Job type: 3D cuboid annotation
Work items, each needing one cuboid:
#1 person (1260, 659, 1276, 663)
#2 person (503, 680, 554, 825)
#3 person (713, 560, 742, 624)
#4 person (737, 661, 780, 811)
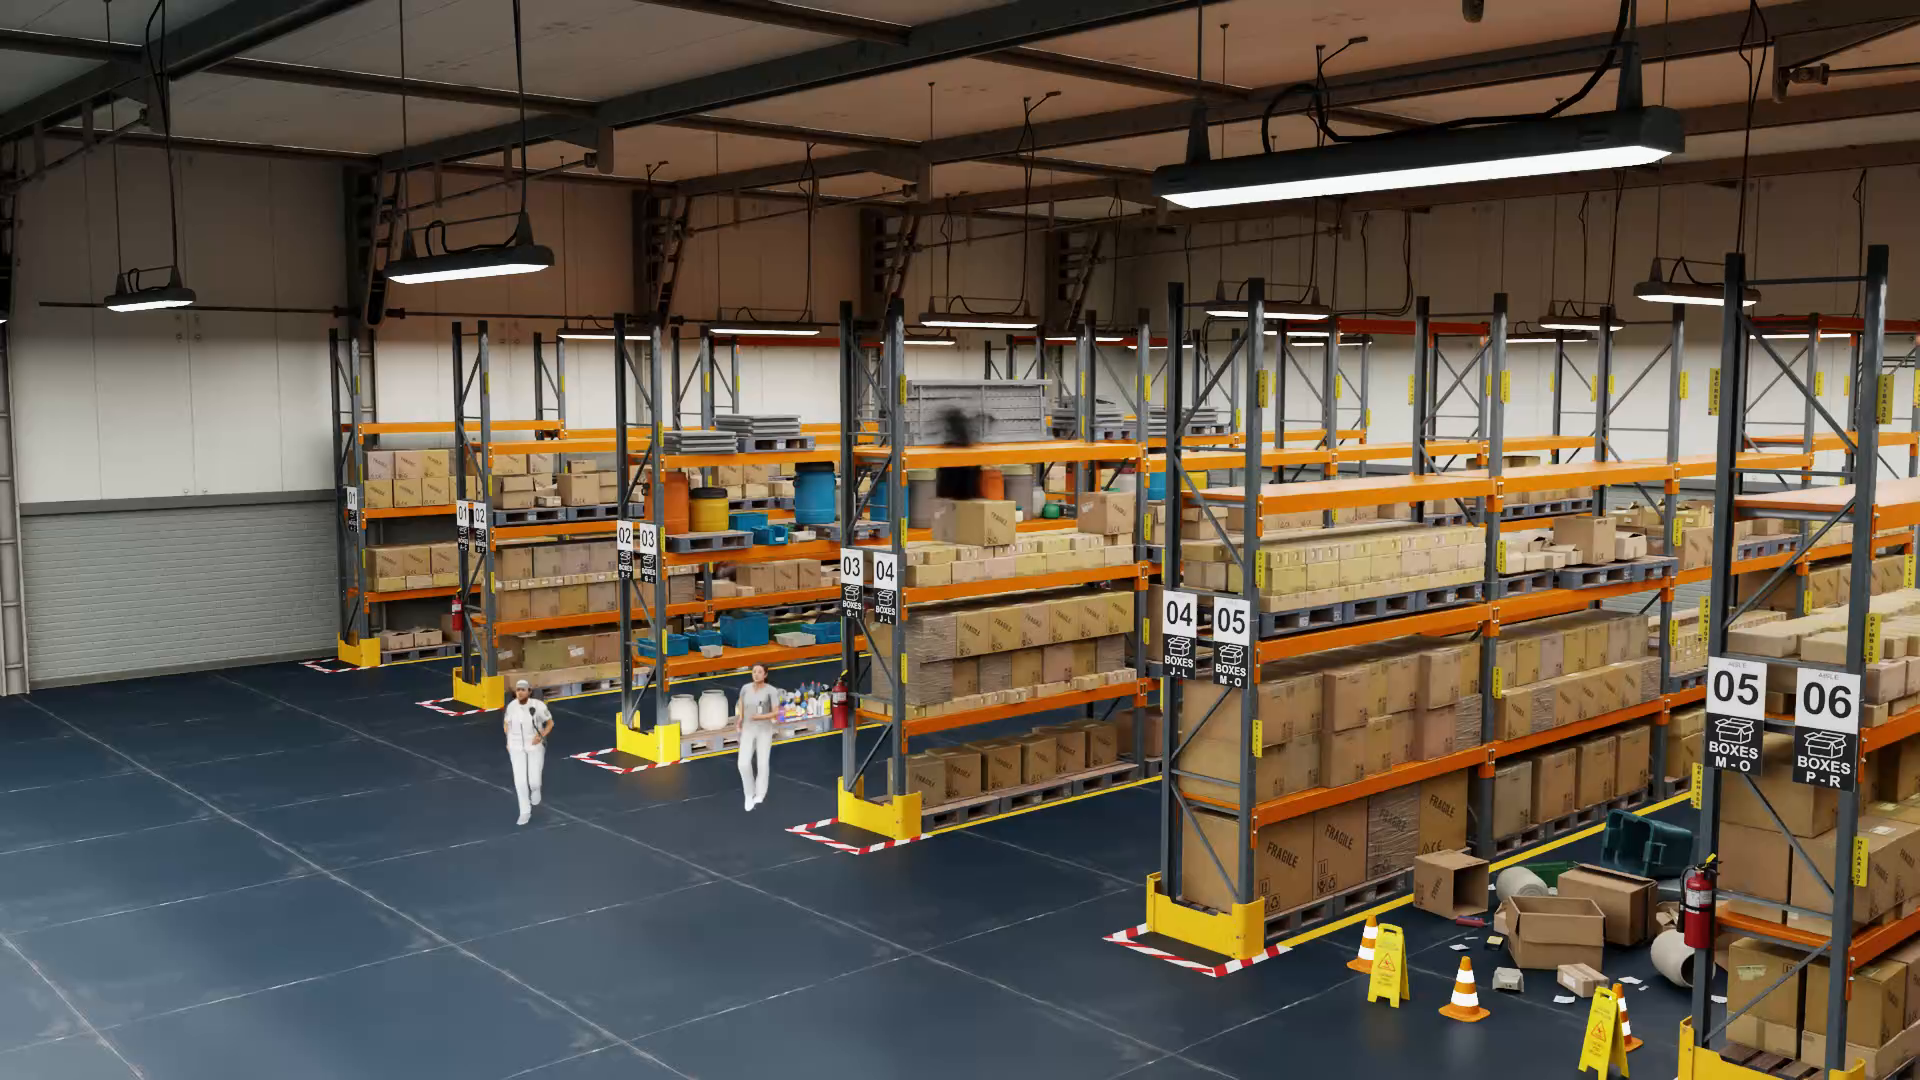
[{"bbox_3d":[3.557,2.147,19.380,0.661,1.689,0.595,4,7,36],"label":"person"},{"bbox_3d":[-5.052,2.444,19.447,0.602,1.659,0.674,0,6,-3],"label":"person"},{"bbox_3d":[-4.541,1.113,32.260,0.715,1.735,0.826,4,7,38],"label":"person"},{"bbox_3d":[-2.291,2.210,18.804,0.539,1.700,0.635,1,6,9],"label":"person"}]
